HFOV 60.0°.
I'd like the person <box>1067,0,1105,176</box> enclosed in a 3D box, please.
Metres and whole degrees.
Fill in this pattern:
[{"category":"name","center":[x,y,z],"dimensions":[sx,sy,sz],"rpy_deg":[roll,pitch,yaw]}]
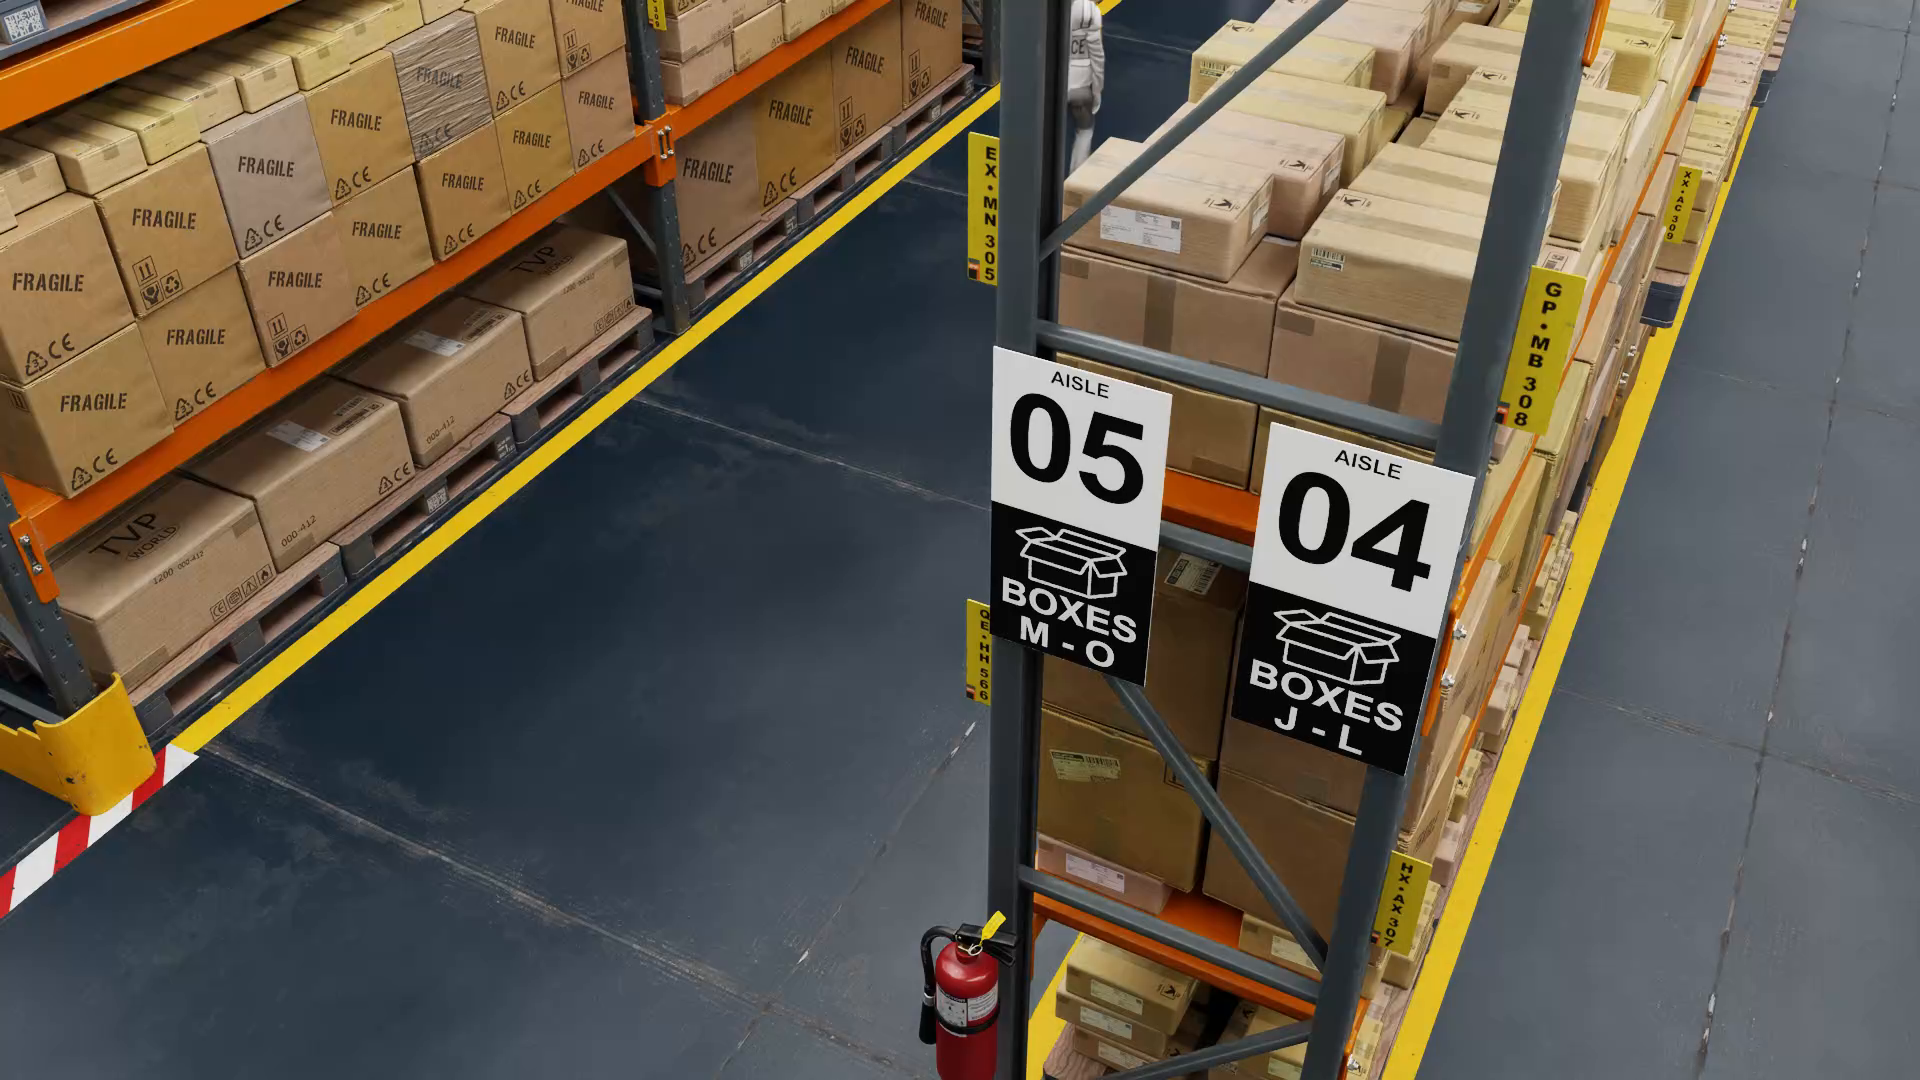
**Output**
[{"category":"person","center":[0.641,-2.802,10.257],"dimensions":[0.492,1.681,0.454],"rpy_deg":[3,38,3]}]
